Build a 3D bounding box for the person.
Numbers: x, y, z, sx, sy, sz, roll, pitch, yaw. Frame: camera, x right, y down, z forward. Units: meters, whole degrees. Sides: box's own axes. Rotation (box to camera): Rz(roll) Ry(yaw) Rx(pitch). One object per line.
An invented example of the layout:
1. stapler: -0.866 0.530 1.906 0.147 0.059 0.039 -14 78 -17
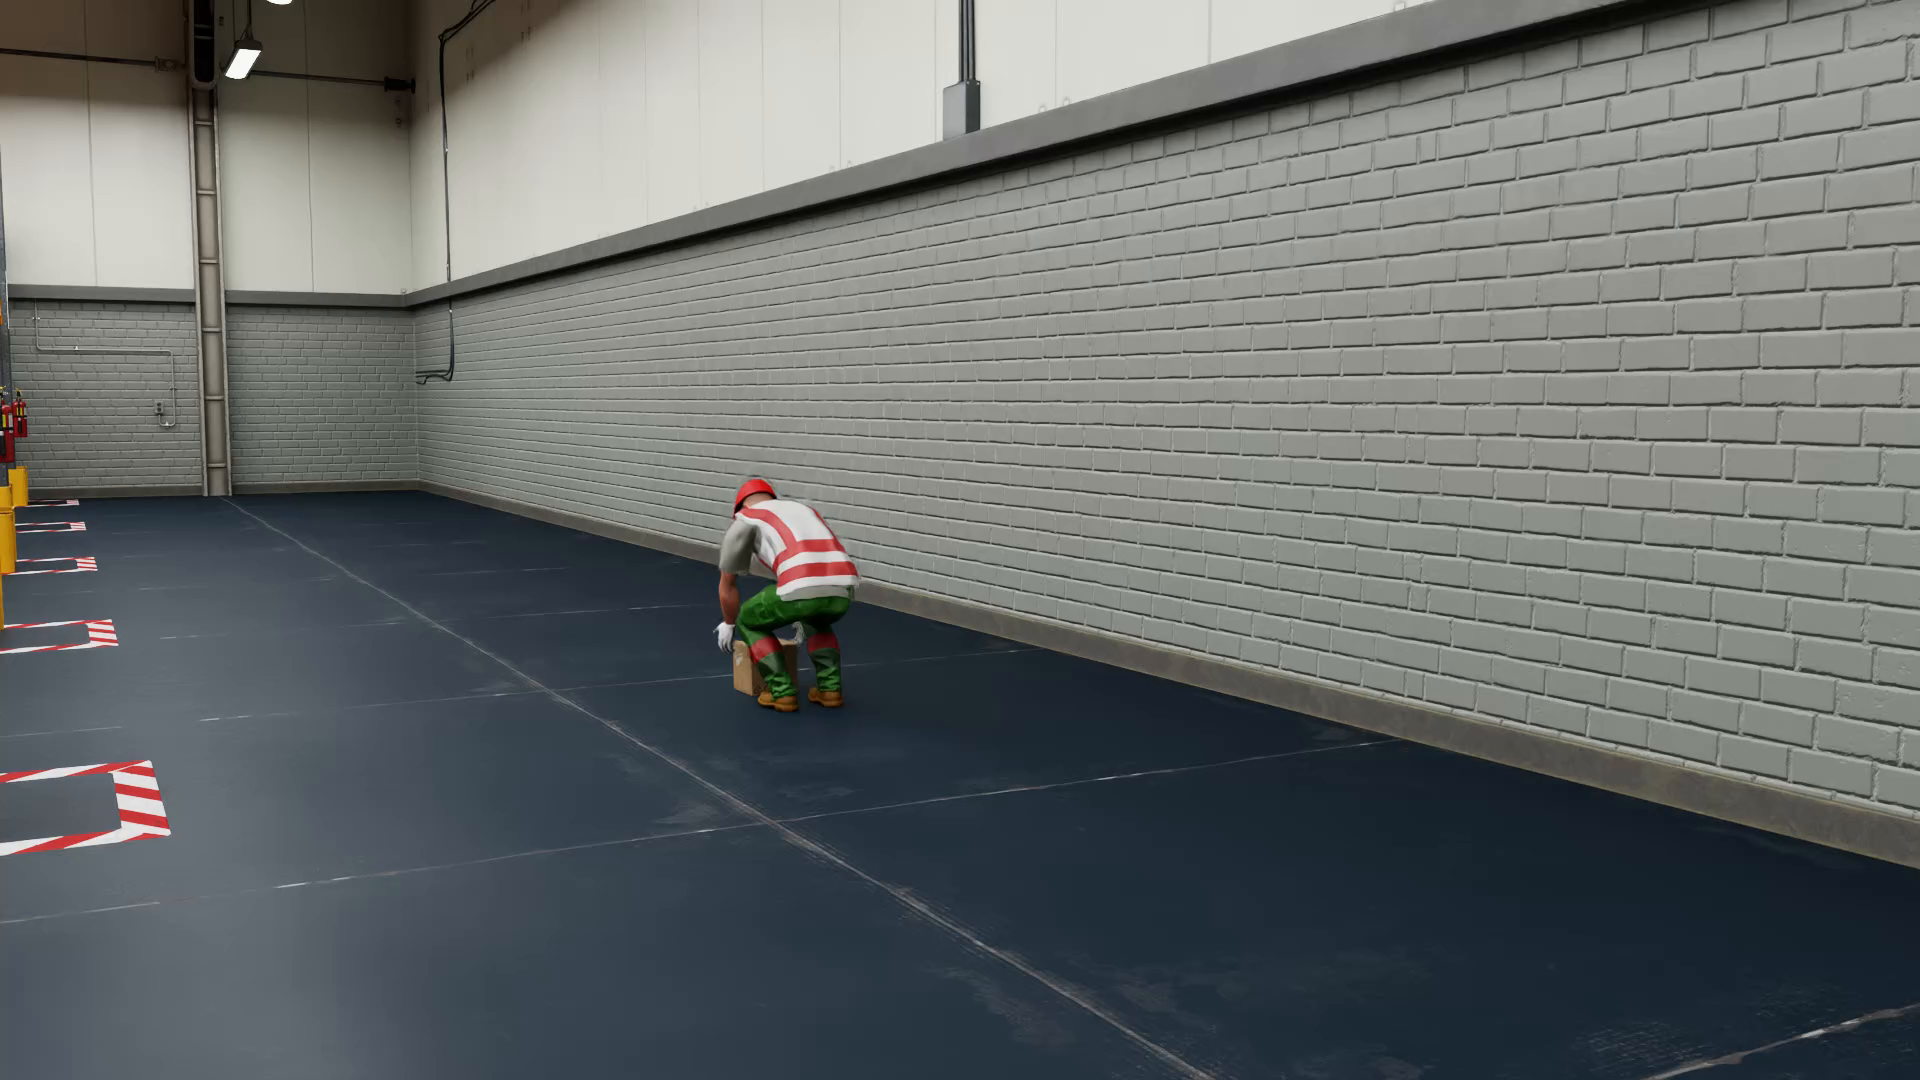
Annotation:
1. person: -0.852 0.259 8.123 0.579 1.091 0.866 -3 6 -29
